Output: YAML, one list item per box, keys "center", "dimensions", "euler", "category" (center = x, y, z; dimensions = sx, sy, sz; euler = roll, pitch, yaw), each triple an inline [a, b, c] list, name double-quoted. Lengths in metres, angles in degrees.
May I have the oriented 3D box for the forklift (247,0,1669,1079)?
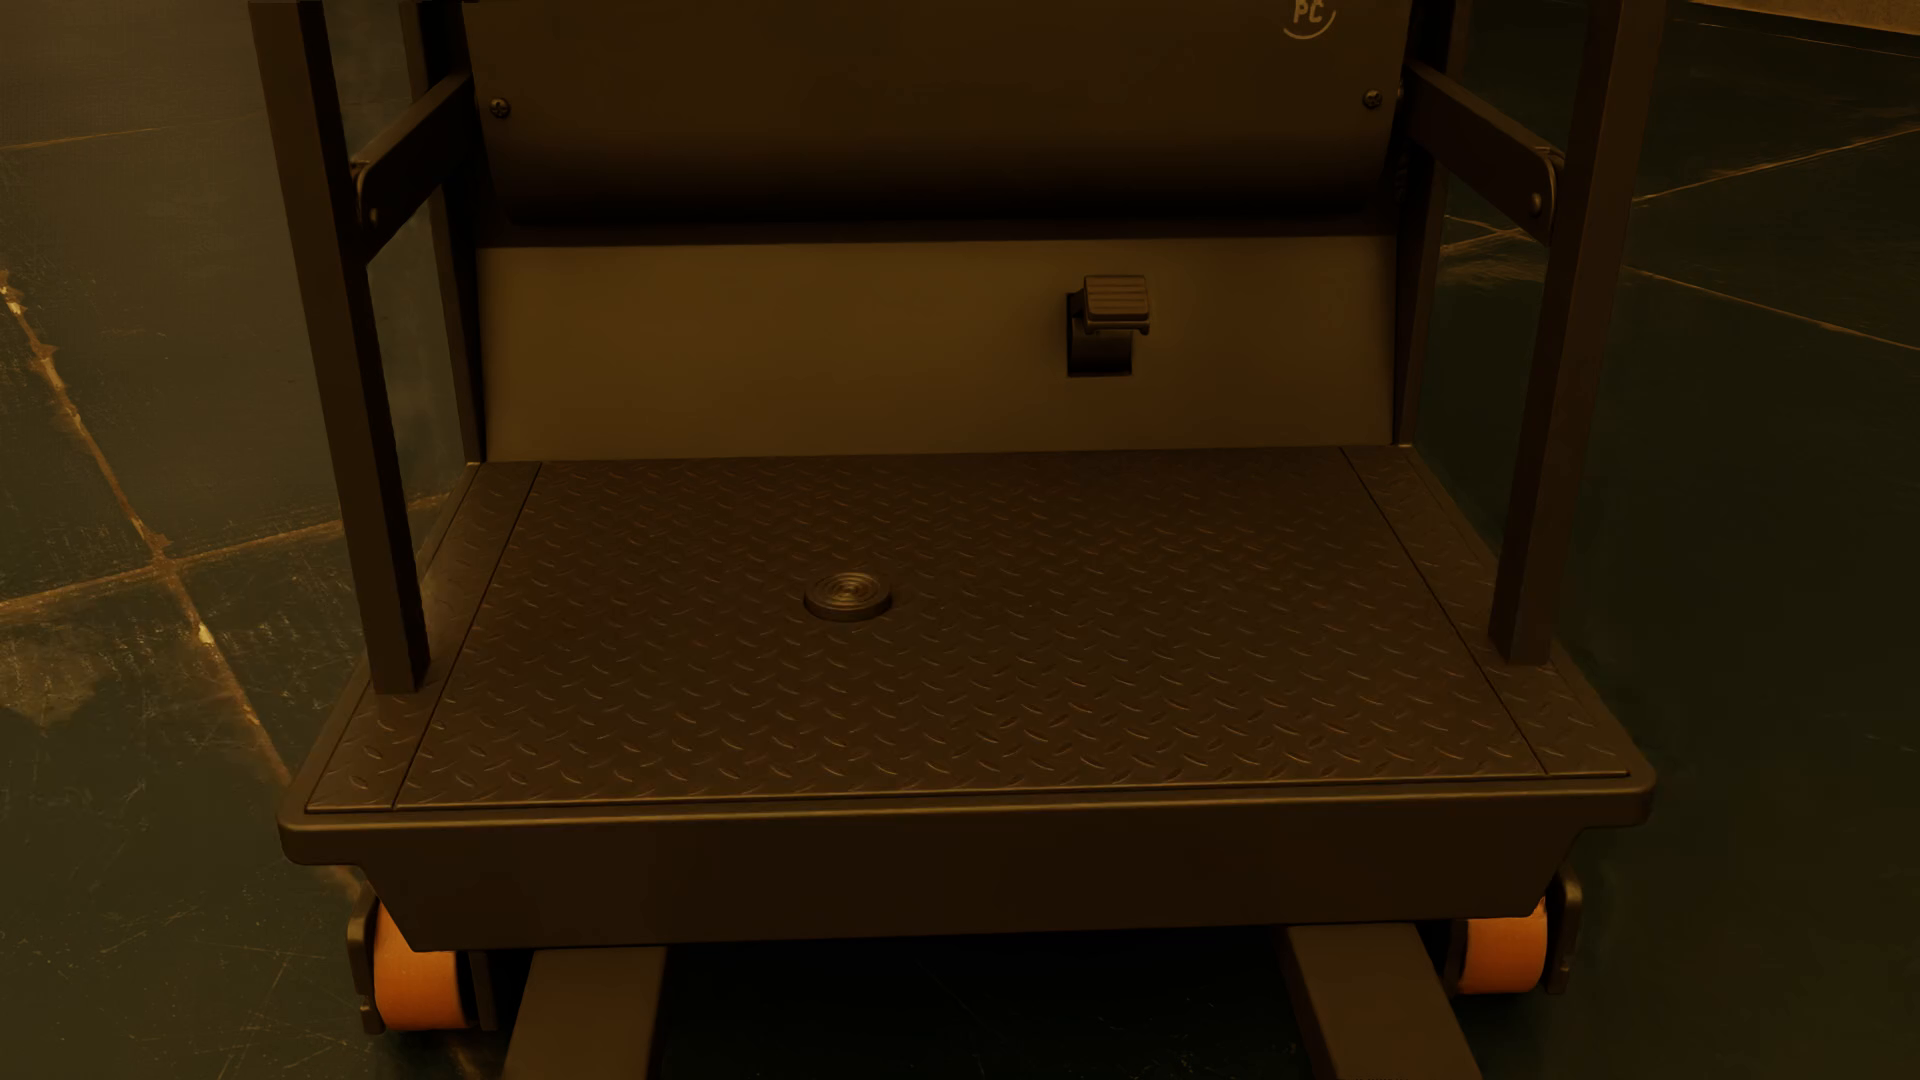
- center: [-0.007, -0.996, 1.216]
  dimensions: [1.130, 2.935, 3.031]
  euler: [-1, 27, -2]
  category: "forklift"
